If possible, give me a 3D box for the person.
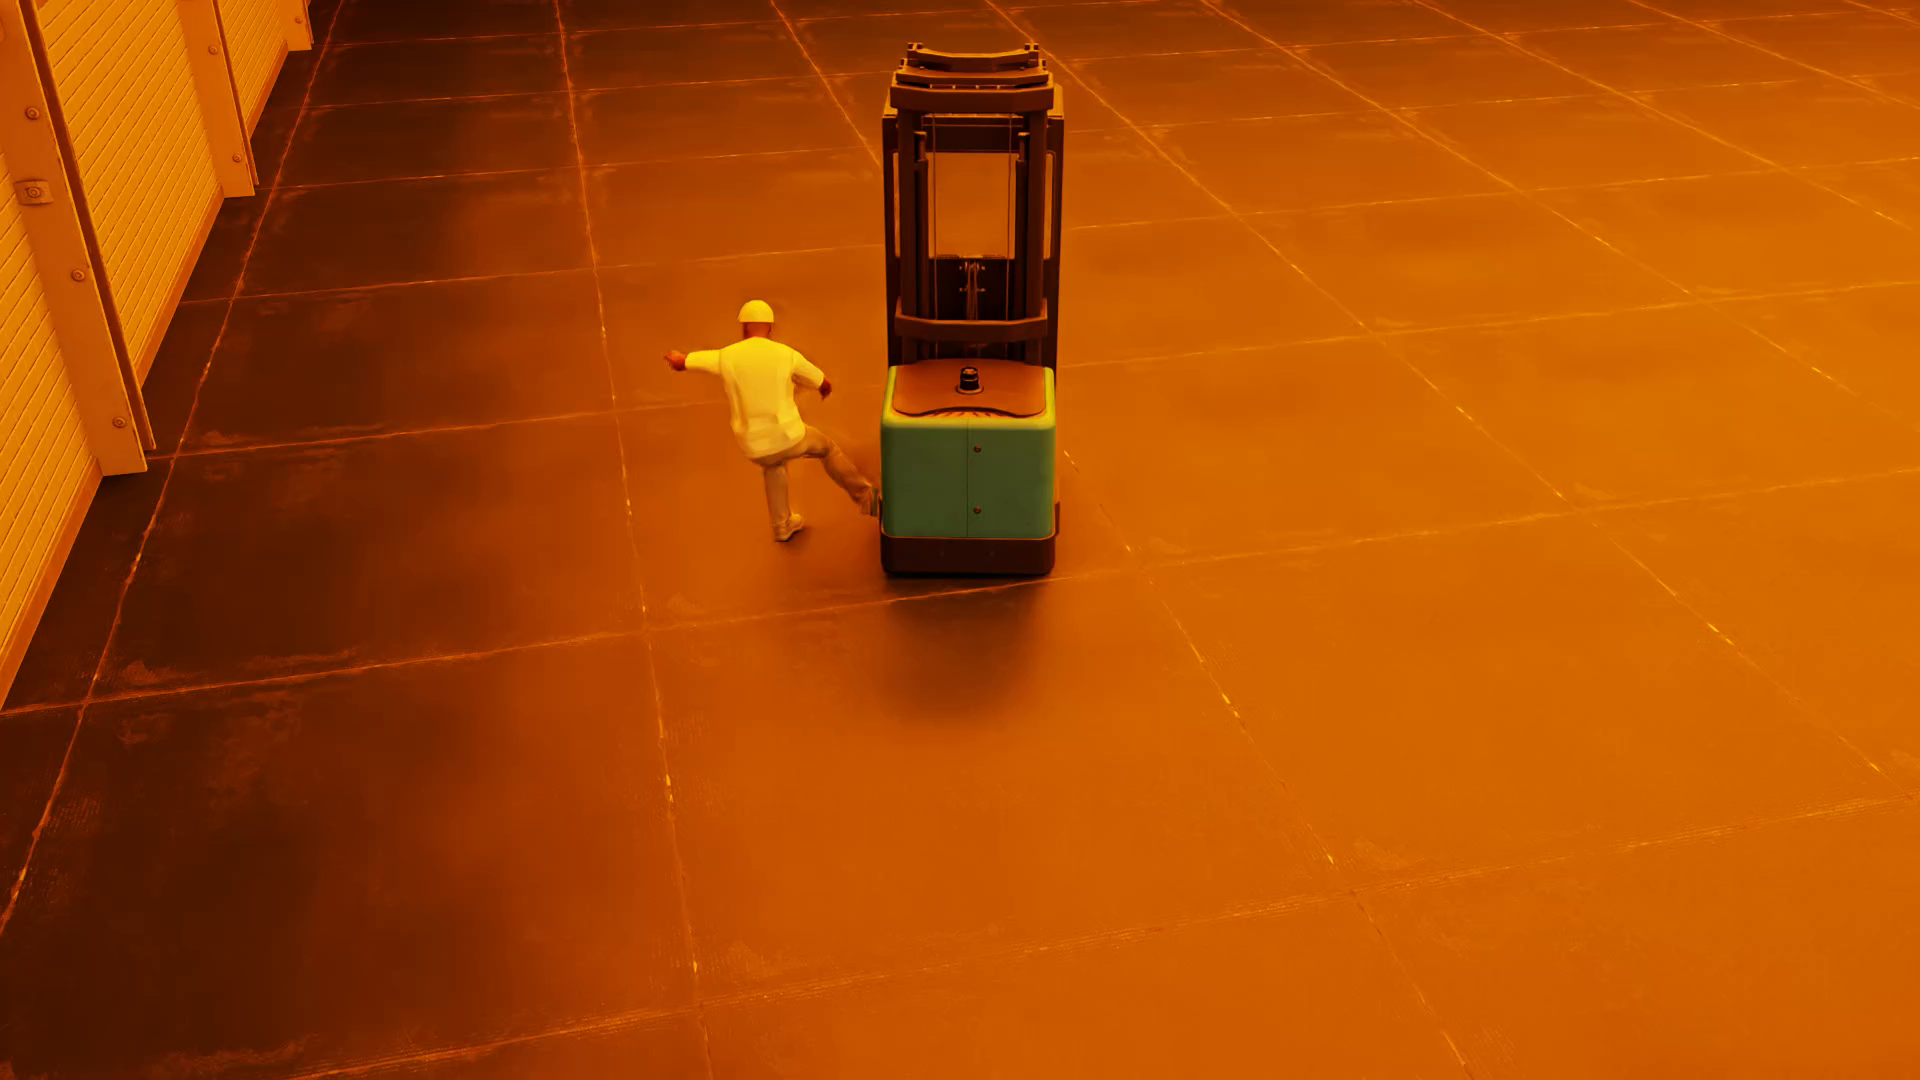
[{"bbox_3d":[-1.096,-0.789,10.373,1.458,1.492,0.861,-3,30,-6],"label":"person"}]

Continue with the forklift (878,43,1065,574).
[{"bbox_3d":[0.087,-1.765,10.623,1.130,2.935,3.031,1,30,1],"label":"forklift"}]
